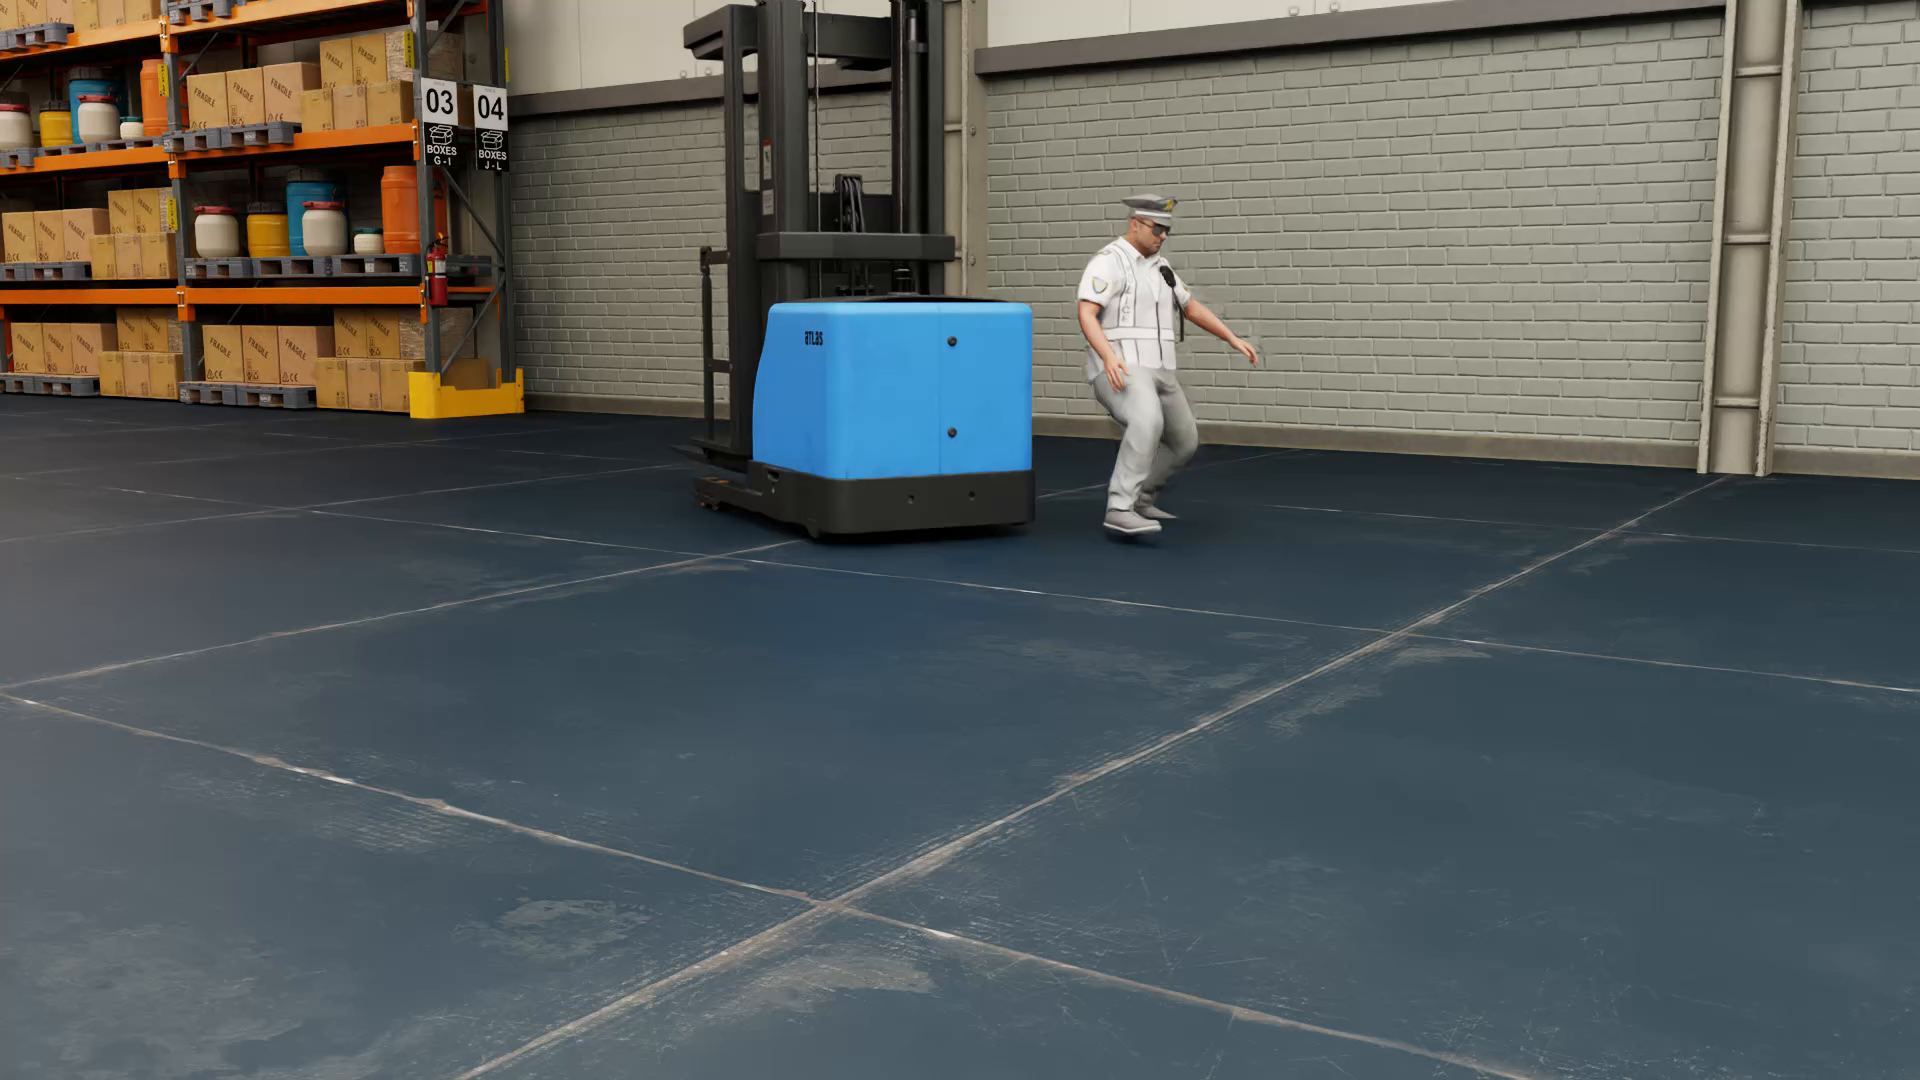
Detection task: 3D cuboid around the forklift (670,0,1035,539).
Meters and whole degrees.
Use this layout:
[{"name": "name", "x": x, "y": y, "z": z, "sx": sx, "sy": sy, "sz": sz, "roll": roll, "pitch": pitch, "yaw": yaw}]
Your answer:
[{"name": "forklift", "x": -0.761, "y": -1.625, "z": 8.619, "sx": 1.130, "sy": 2.935, "sz": 3.031, "roll": -4, "pitch": 9, "yaw": -26}]

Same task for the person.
[{"name": "person", "x": 0.918, "y": -0.820, "z": 7.921, "sx": 1.001, "sy": 1.626, "sz": 0.831, "roll": -8, "pitch": 11, "yaw": -43}]
